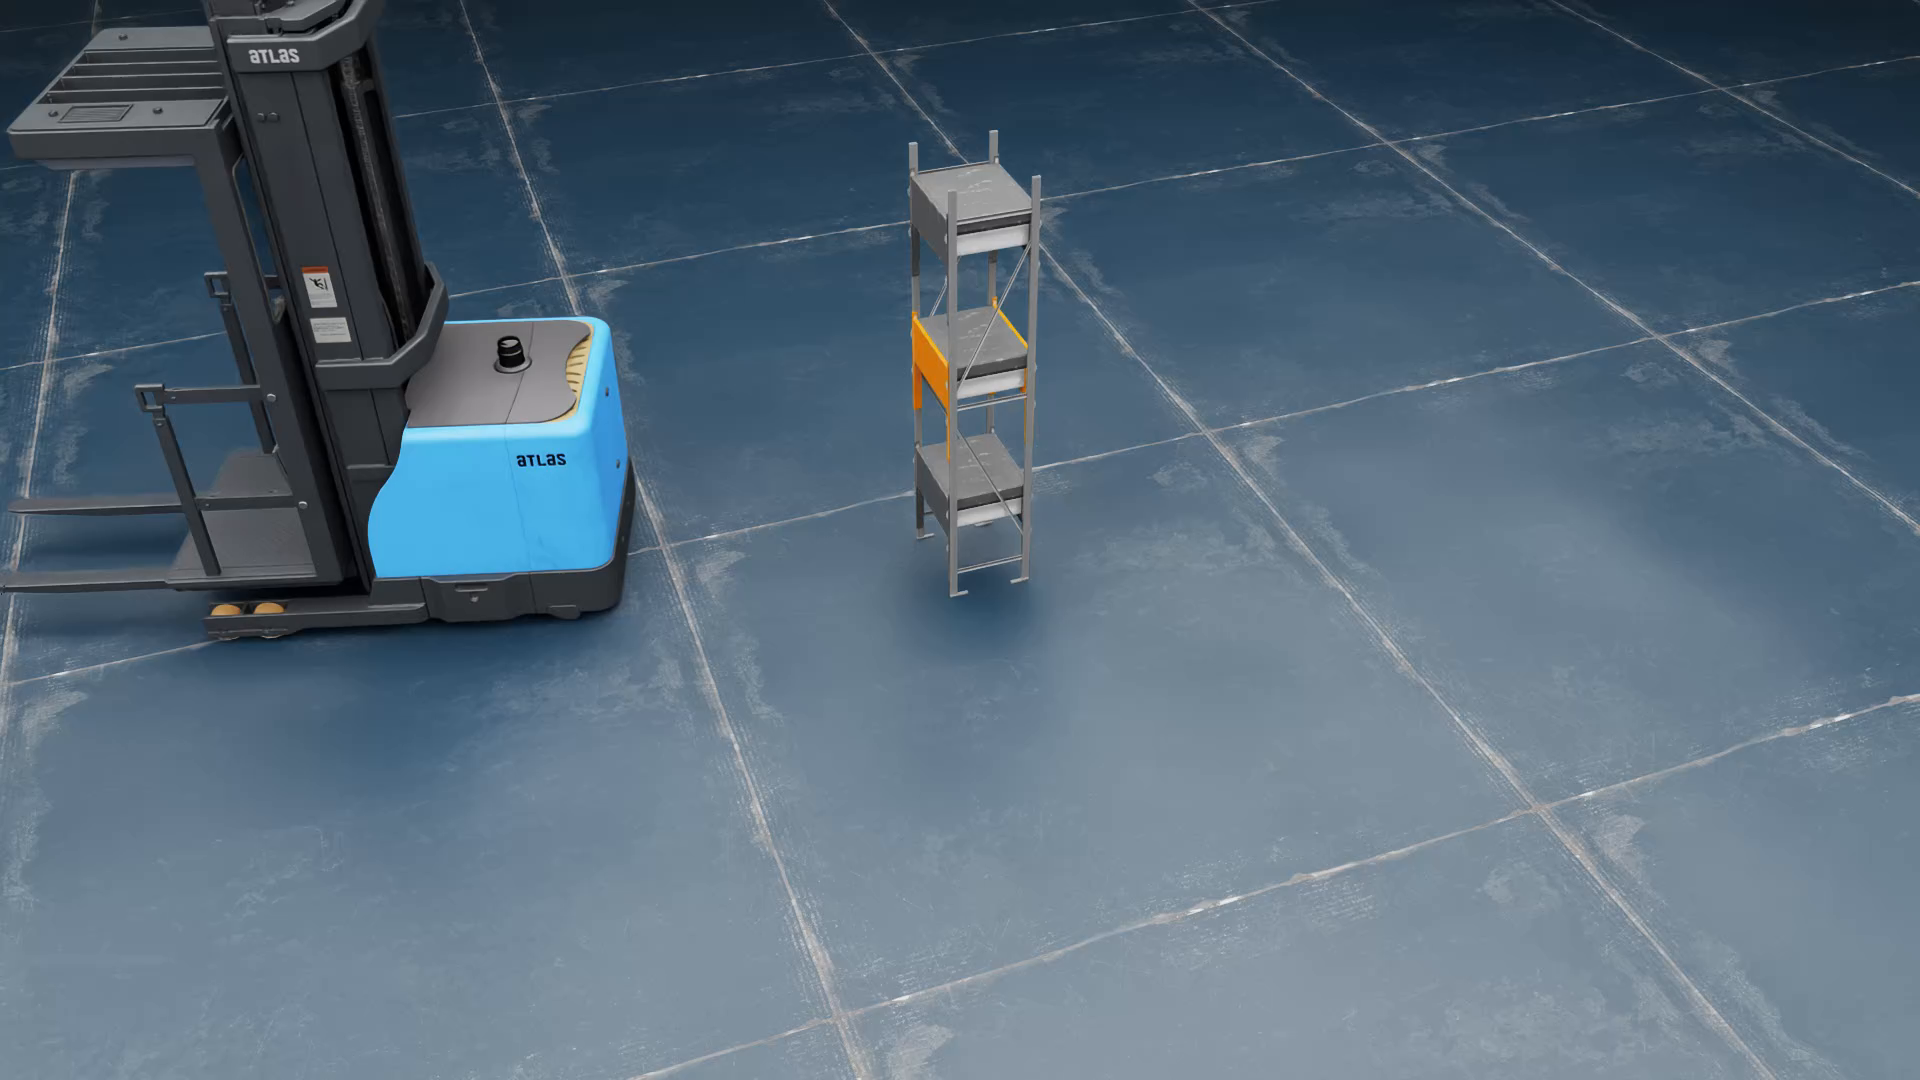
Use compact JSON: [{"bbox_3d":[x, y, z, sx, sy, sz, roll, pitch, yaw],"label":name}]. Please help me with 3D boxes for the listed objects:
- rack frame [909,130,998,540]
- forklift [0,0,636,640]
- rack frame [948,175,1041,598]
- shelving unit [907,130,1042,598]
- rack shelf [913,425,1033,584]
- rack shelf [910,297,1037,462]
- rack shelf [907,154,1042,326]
[{"bbox_3d":[-0.027,-0.883,7.738,0.400,2.100,0.015,-12,39,-16],"label":"rack frame"},{"bbox_3d":[-3.139,-1.038,7.252,3.031,2.935,1.130,-2,37,-3],"label":"forklift"},{"bbox_3d":[0.141,-0.607,7.372,0.400,2.100,0.015,-12,39,-16],"label":"rack frame"},{"bbox_3d":[0.057,-0.745,7.555,0.431,2.100,0.503,-12,39,-16],"label":"shelving unit"},{"bbox_3d":[0.057,-0.175,7.984,0.431,0.518,0.480,-12,39,-16],"label":"rack shelf"},{"bbox_3d":[0.057,-0.734,7.563,0.431,0.518,0.480,-12,39,-16],"label":"rack shelf"},{"bbox_3d":[0.057,-1.293,7.142,0.431,0.518,0.480,-12,39,-16],"label":"rack shelf"}]
